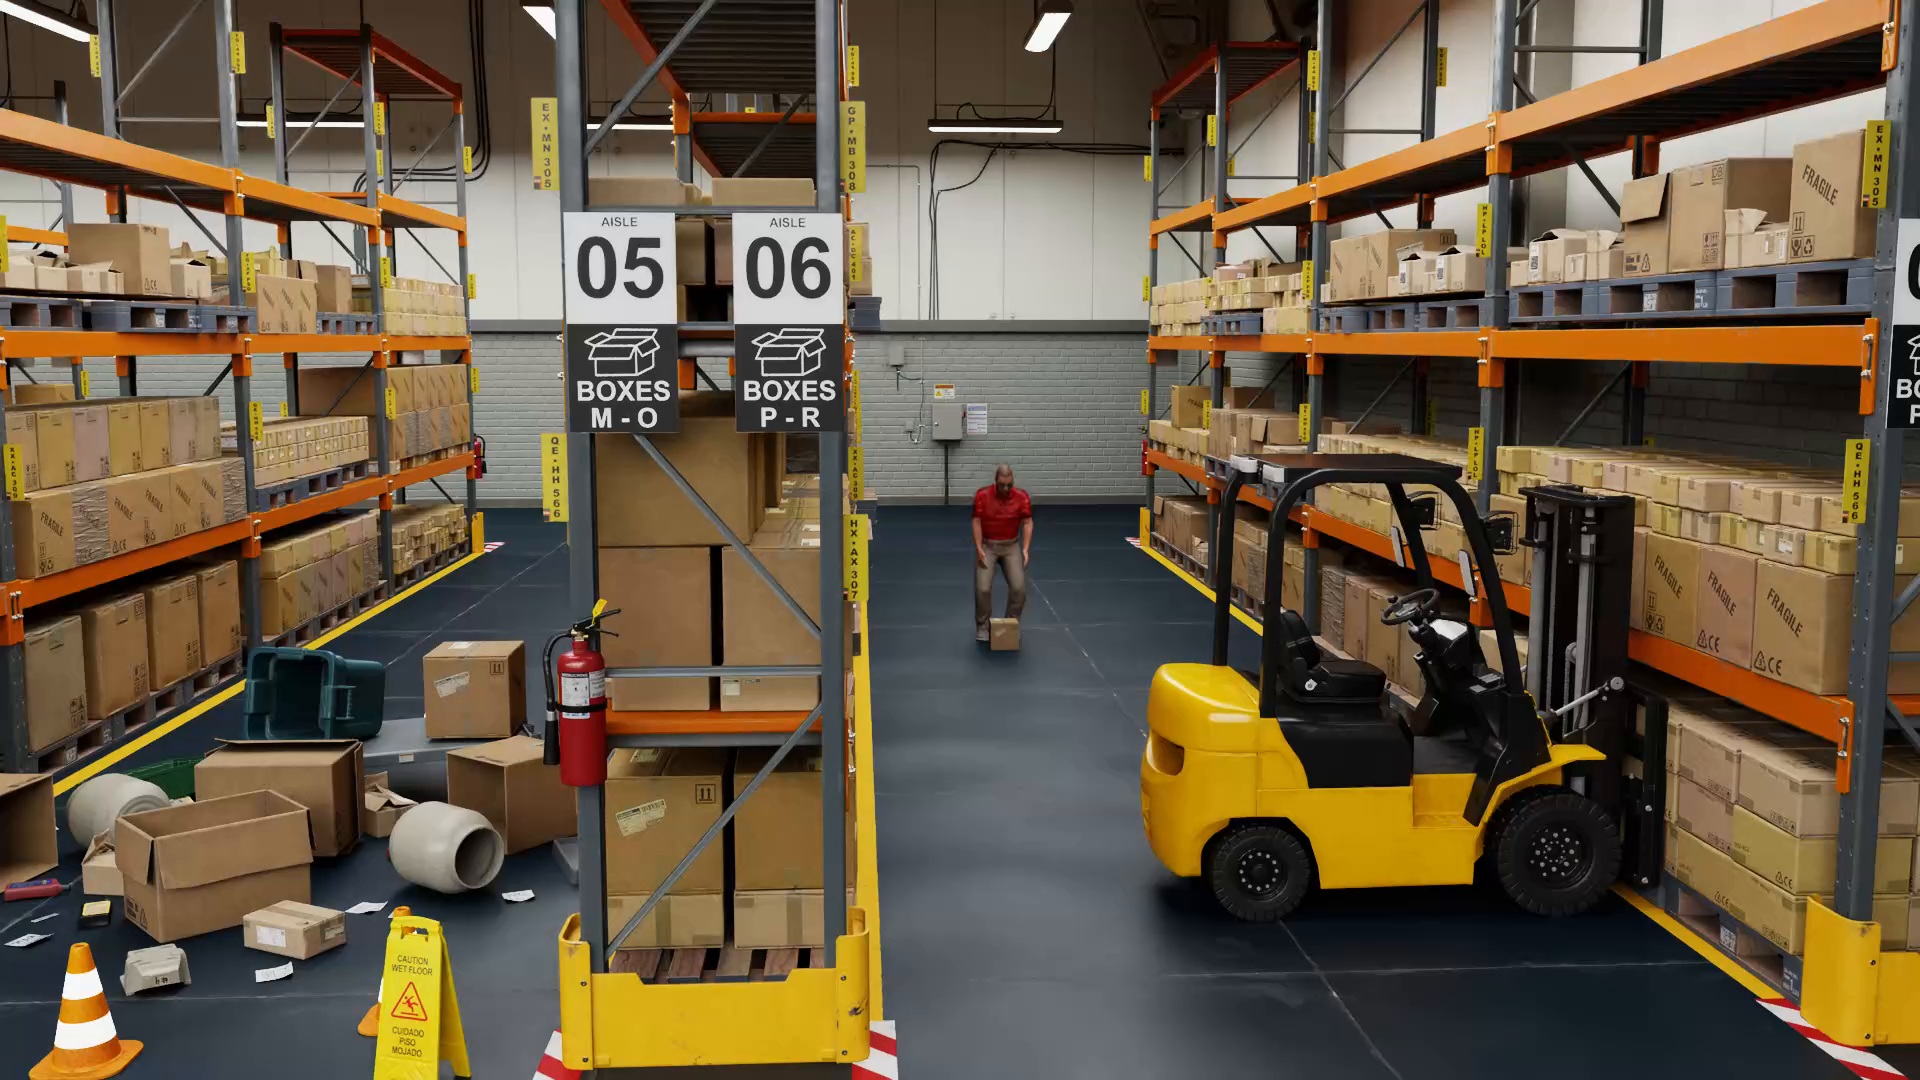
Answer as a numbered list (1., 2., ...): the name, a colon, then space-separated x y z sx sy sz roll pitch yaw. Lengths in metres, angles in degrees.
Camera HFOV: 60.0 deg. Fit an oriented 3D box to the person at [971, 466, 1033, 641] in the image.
1. person: 0.389 0.117 15.345 0.571 1.620 0.503 0 7 -2
